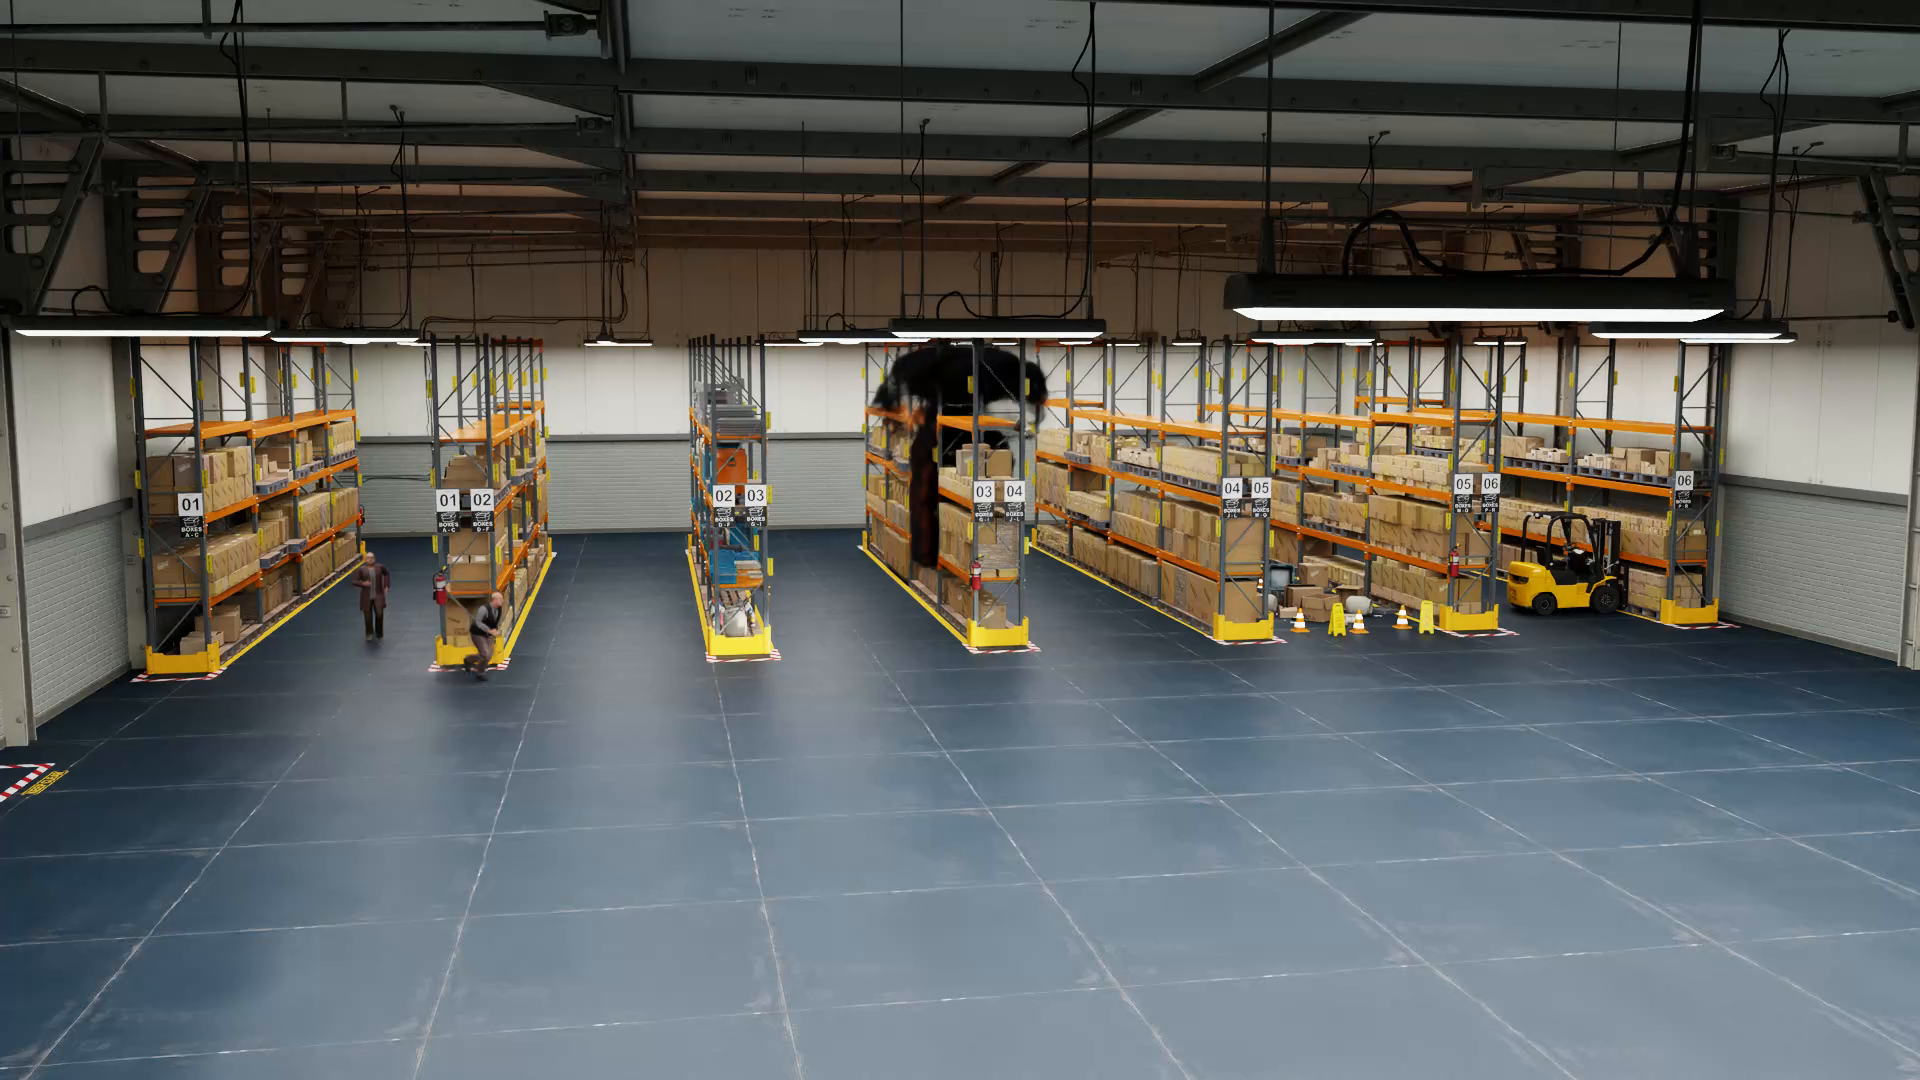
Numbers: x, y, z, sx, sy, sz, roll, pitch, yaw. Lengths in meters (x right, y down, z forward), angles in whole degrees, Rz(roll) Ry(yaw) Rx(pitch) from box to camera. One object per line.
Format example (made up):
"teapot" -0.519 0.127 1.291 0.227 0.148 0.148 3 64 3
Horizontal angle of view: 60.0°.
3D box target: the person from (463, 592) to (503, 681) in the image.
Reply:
"person" -8.254 1.659 28.854 0.853 1.557 0.671 3 7 22

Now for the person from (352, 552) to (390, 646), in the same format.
"person" -11.407 1.250 32.278 0.689 1.663 0.839 -3 7 -23

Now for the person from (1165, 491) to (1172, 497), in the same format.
"person" 6.370 -0.963 50.691 0.845 1.799 0.663 -1 7 -6

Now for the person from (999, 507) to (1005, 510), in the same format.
"person" 1.113 -0.555 47.206 0.652 1.831 0.739 0 7 2
